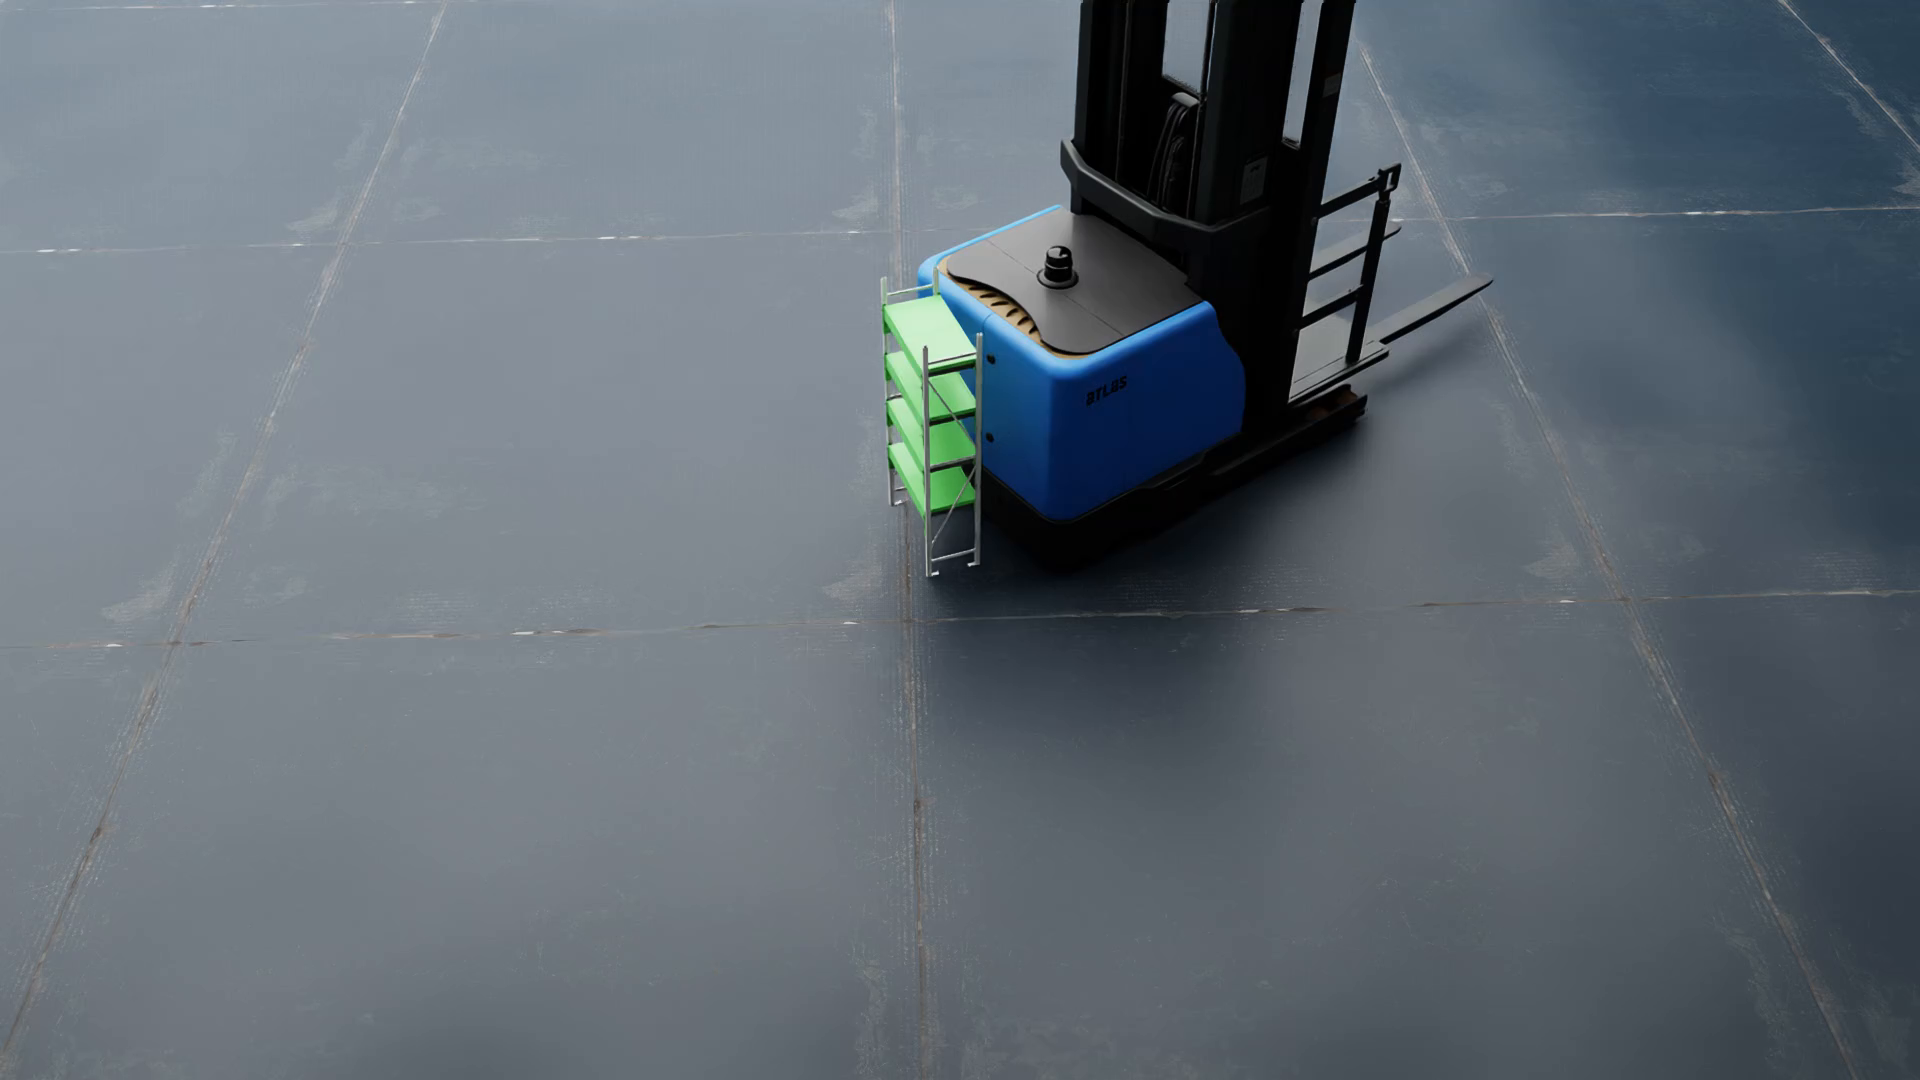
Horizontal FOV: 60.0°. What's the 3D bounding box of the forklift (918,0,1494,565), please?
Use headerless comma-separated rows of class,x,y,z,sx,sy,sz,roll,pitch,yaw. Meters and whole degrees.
forklift,1.286,-1.795,7.039,3.031,2.935,1.130,-27,49,-27

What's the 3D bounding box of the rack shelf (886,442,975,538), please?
rack shelf,-0.114,-0.244,7.078,0.258,0.148,0.480,-14,44,-15

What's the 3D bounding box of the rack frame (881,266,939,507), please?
rack frame,-0.200,-0.623,7.041,0.240,1.200,0.015,-14,44,-15

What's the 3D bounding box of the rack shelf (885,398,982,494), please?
rack shelf,-0.114,-0.421,6.916,0.258,0.148,0.480,-14,44,-15

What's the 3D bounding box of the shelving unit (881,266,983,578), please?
shelving unit,-0.114,-0.468,6.873,0.258,1.200,0.503,-14,44,-15

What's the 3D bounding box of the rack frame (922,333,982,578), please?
rack frame,-0.029,-0.314,6.704,0.240,1.200,0.015,-14,44,-15

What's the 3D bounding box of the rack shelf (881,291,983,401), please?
rack shelf,-0.114,-0.775,6.592,0.258,0.148,0.480,-14,44,-15

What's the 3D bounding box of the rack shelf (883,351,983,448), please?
rack shelf,-0.114,-0.598,6.754,0.258,0.148,0.480,-14,44,-15
